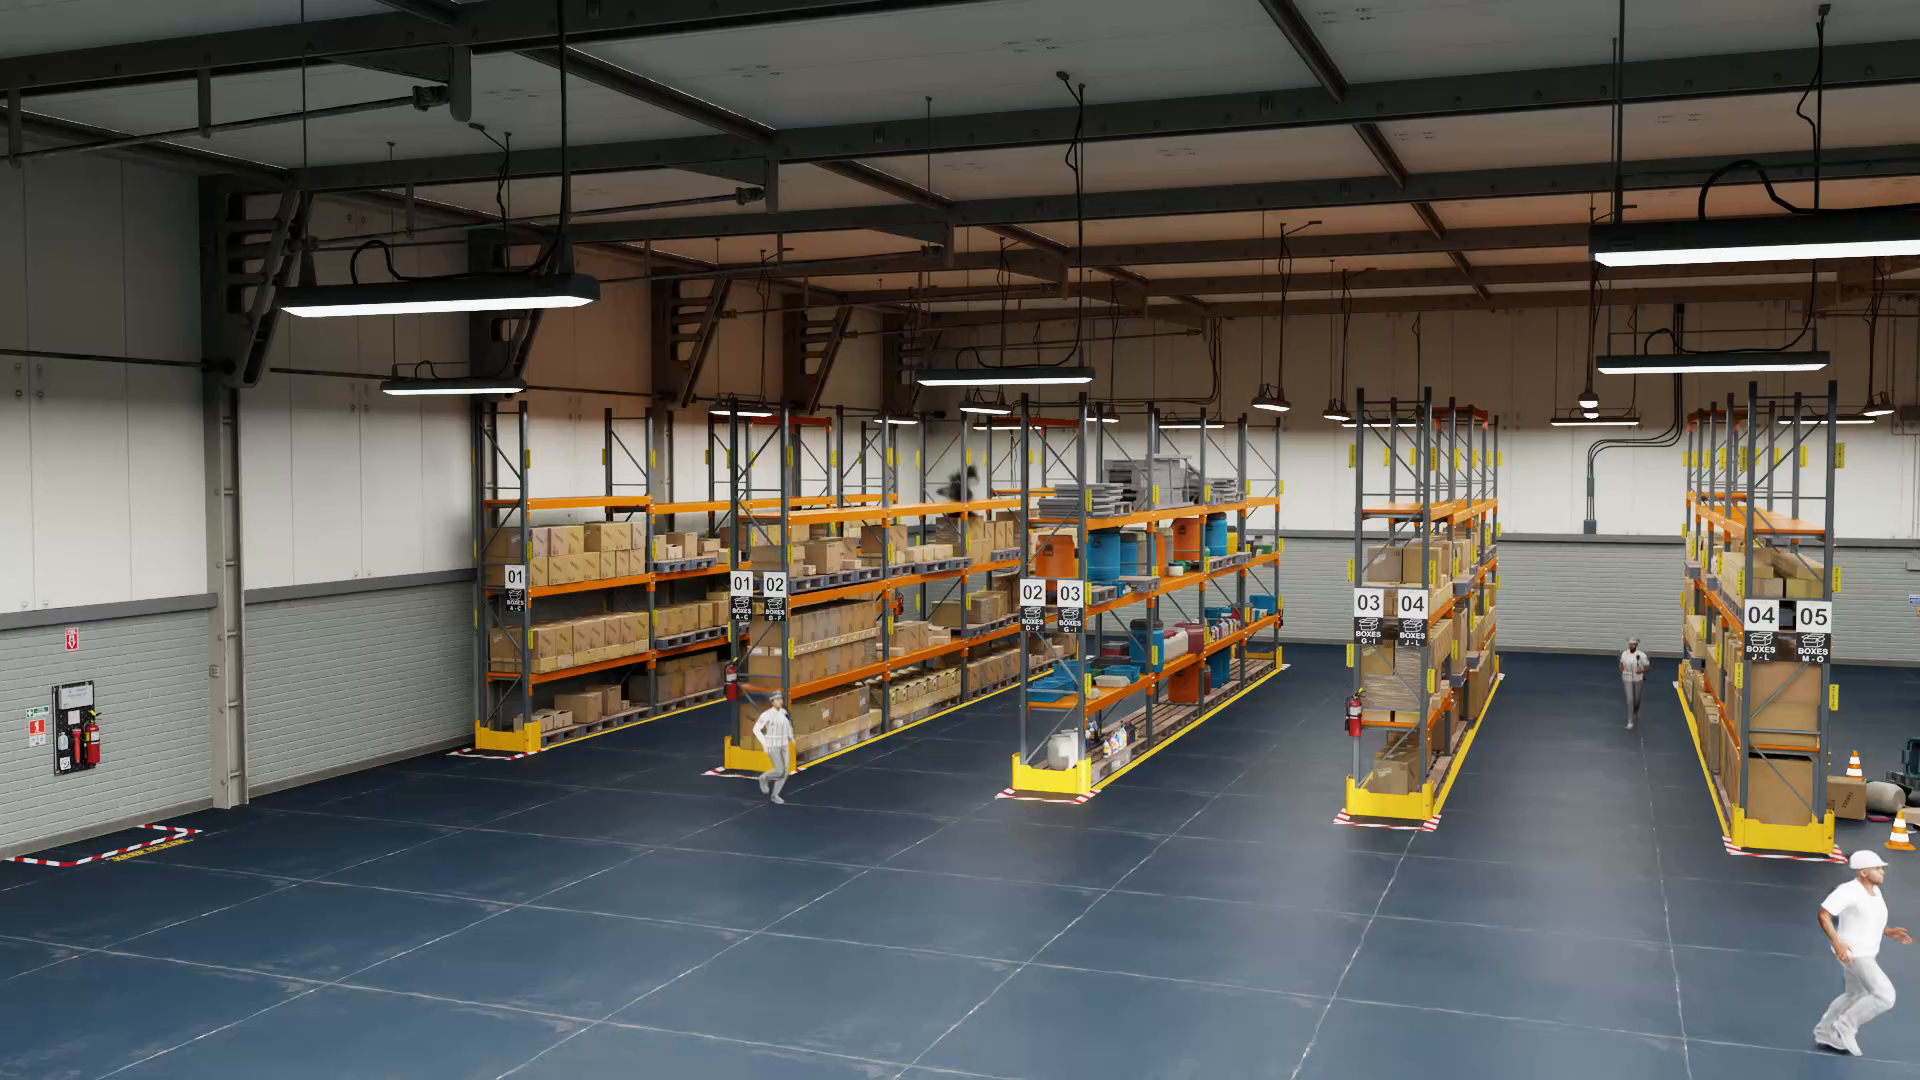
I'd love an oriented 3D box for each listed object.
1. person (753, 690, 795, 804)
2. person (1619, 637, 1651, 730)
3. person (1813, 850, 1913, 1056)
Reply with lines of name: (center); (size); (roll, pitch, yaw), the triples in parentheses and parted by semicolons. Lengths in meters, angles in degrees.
person: (-2.660, 3.004, 24.202); (0.623, 1.658, 0.550); (-3, 4, -44)
person: (12.614, 2.649, 31.104); (0.571, 1.710, 0.824); (1, 3, 27)
person: (7.555, 3.447, 13.929); (0.714, 1.713, 0.619); (3, 4, 44)
